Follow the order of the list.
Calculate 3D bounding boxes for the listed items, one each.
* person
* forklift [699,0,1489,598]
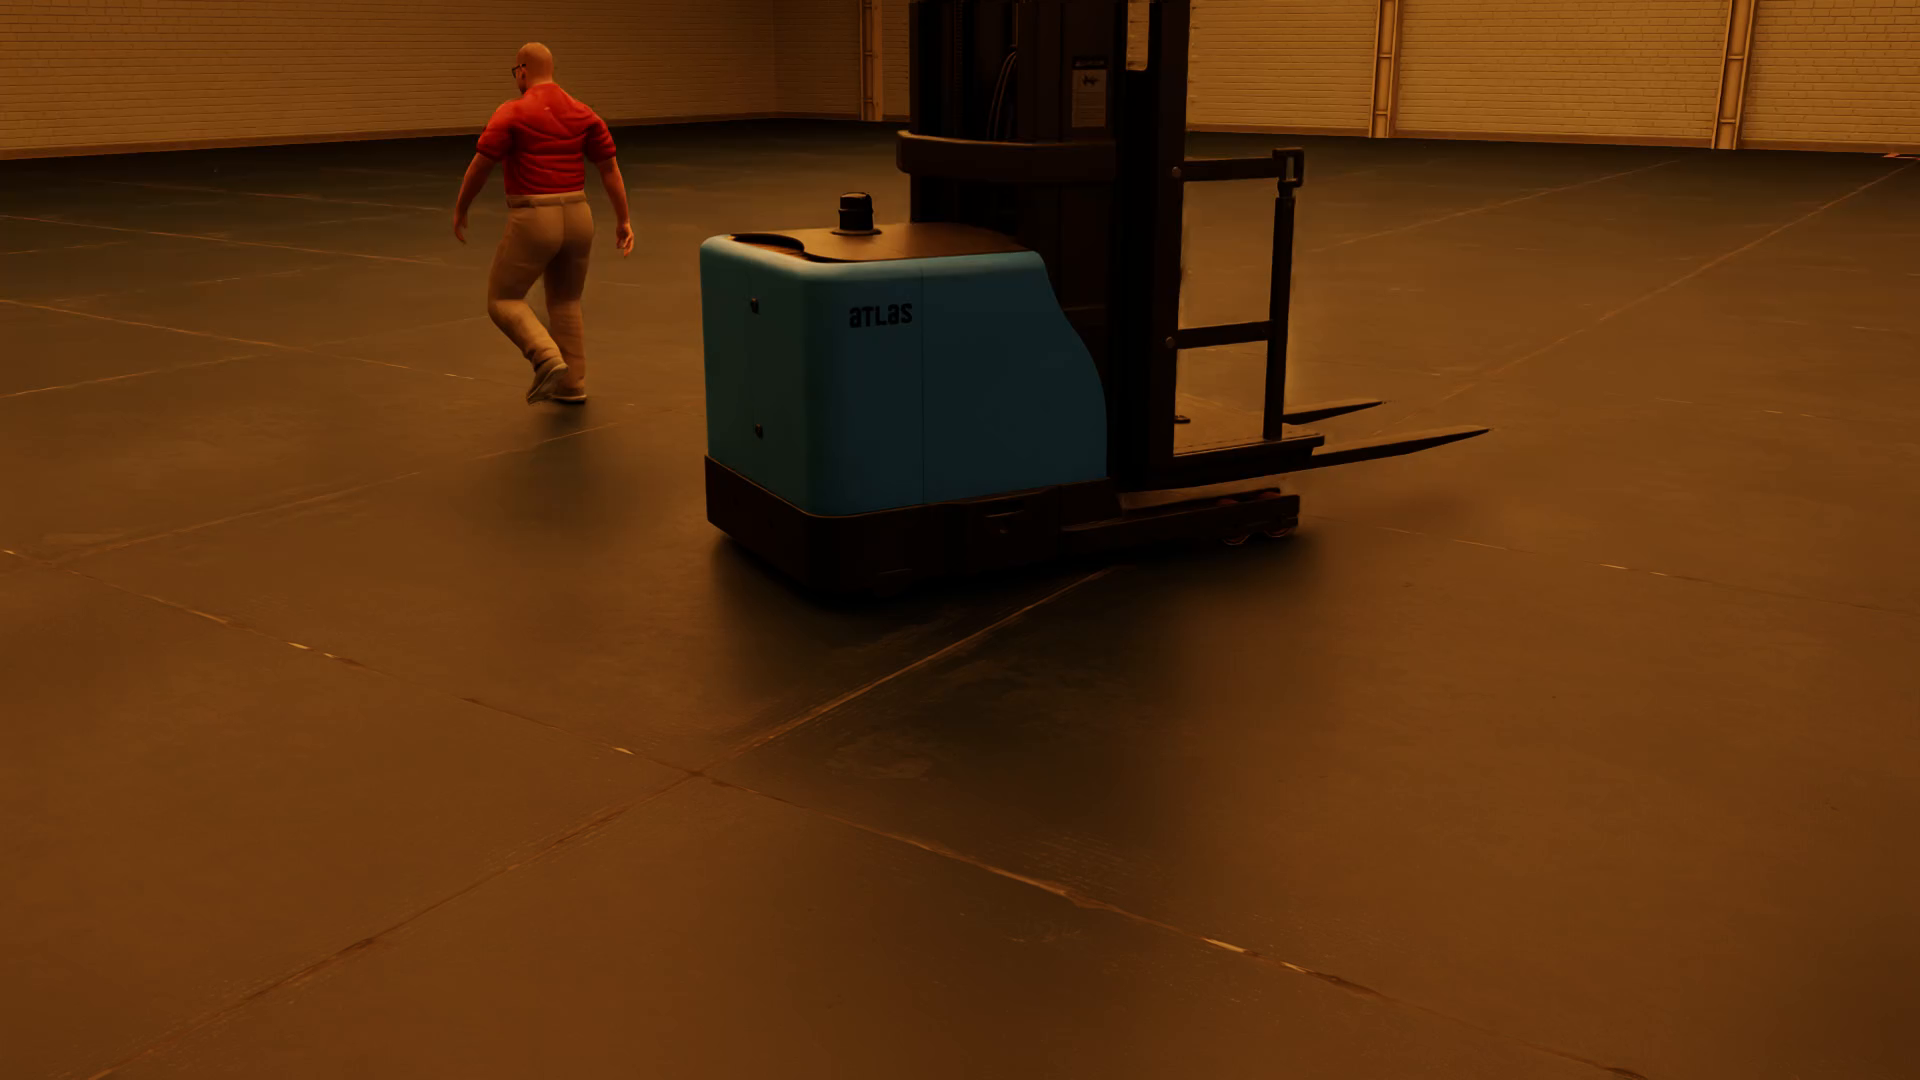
[{"bbox_3d":[-1.967,-1.483,7.932,0.760,1.709,0.533,-15,22,-41],"label":"person"},{"bbox_3d":[0.635,-1.506,5.868,3.031,2.935,1.130,-9,19,-28],"label":"forklift"}]
